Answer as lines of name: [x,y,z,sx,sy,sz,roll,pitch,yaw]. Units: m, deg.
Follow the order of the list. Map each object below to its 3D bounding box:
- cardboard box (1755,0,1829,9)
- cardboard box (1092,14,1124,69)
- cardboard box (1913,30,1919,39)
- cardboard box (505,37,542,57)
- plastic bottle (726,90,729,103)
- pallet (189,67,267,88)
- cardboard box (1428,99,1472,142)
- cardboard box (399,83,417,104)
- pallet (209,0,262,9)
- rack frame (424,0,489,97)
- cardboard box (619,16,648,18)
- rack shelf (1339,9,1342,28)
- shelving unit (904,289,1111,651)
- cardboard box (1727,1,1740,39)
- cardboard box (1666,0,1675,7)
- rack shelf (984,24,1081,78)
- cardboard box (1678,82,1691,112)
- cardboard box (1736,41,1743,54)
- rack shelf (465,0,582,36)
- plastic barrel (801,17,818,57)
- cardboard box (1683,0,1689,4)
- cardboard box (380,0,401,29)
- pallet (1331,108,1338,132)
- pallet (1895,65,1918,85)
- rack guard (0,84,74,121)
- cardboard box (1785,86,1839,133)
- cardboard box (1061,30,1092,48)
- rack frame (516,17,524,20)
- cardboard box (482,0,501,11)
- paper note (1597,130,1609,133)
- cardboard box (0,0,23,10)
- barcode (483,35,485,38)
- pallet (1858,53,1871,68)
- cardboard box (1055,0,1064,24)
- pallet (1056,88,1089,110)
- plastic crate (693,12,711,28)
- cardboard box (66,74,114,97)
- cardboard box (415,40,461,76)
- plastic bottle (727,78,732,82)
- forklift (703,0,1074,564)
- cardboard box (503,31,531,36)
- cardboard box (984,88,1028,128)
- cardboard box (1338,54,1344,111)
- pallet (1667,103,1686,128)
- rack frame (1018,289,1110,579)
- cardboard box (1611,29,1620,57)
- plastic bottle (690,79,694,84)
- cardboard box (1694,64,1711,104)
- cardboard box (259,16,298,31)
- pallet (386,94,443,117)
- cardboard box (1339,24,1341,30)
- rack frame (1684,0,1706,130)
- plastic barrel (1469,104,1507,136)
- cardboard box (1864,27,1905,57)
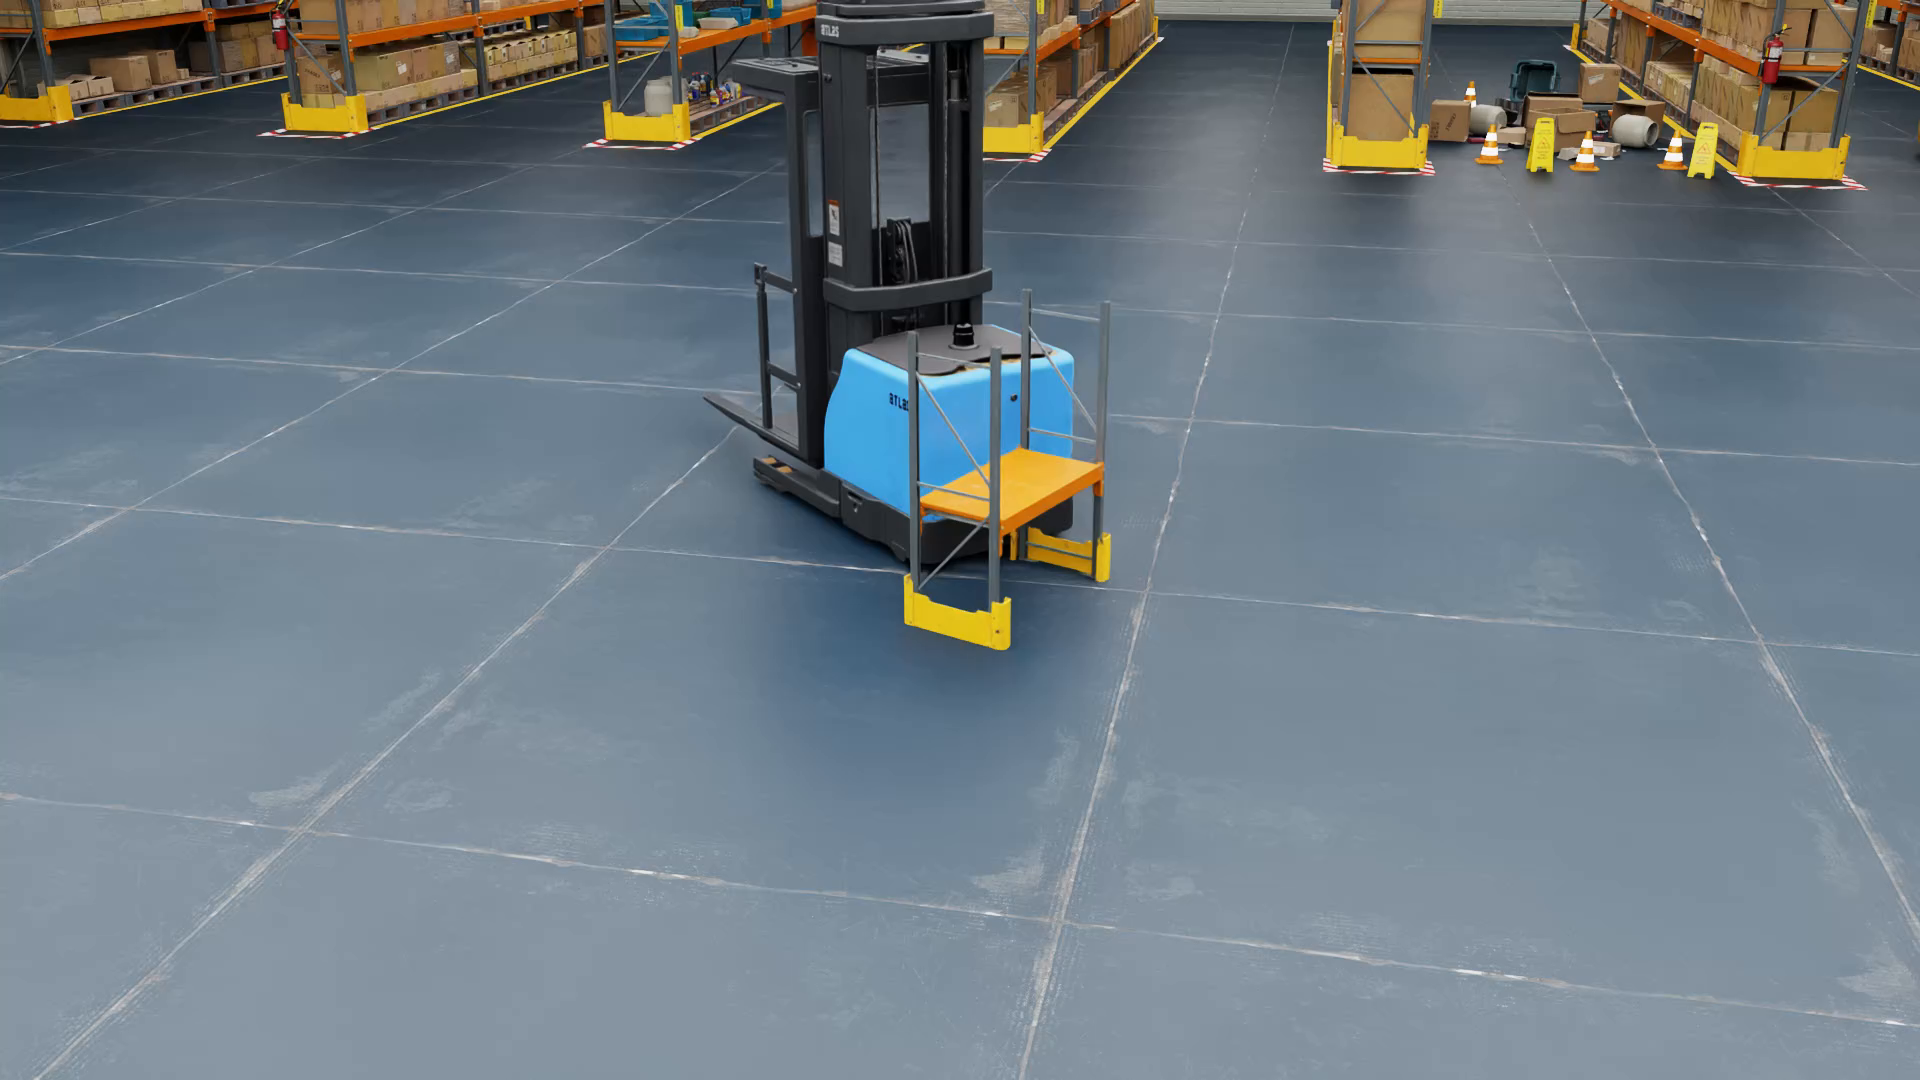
cardboard box: [10.097,-6.710,20.128,0.700,0.500,0.500,4,22,10]
cardboard box: [2.299,-8.999,29.965,1.225,0.875,0.875,3,22,8]
cardboard box: [17.201,-8.988,29.570,0.380,0.149,0.250,4,22,9]
cardboard box: [-7.735,-8.707,29.325,0.500,0.311,0.500,5,22,12]
plastic bottle: [-3.558,-6.735,25.217,0.097,0.201,0.097,0,22,0]
pallet: [-13.068,-8.200,29.433,1.003,0.211,1.213,4,22,11]
cardboard box: [6.844,-5.857,23.224,0.500,0.500,0.500,8,23,20]
cardboard box: [-8.664,-6.834,25.427,0.500,0.250,0.500,4,22,11]
pallet: [-12.928,-9.389,28.907,1.003,0.211,1.213,4,22,11]
rack frame: [-8.376,-8.833,27.270,1.000,3.000,0.127,4,22,11]
cardboard box: [-6.672,-10.421,33.970,0.500,0.500,0.500,5,22,11]
rack shelf: [7.381,-9.522,29.944,1.077,0.370,4.000,4,22,11]
shelving unit: [0.258,-0.384,8.300,0.587,1.500,1.083,14,26,31]
cardboard box: [10.382,-6.811,21.719,0.500,0.500,0.500,5,22,12]
cardboard box: [11.323,-8.461,26.121,0.380,0.149,0.250,5,22,11]
rack shelf: [0.913,-7.011,23.710,1.077,0.370,4.000,4,22,11]
cardboard box: [11.128,-6.489,24.405,0.950,0.372,0.625,5,22,12]
cardboard box: [10.266,-6.368,21.485,0.380,0.149,0.250,4,22,10]
rack shelf: [-7.968,-9.231,29.221,1.077,0.370,4.000,4,22,11]
plastic barrel: [-2.628,-9.285,30.736,0.600,0.830,0.708,4,22,11]
cardboard box: [11.104,-8.256,24.744,0.500,0.500,0.500,5,23,13]
cardboard box: [-8.875,-7.960,24.968,0.700,0.500,0.500,5,22,11]
pallet: [5.925,-6.096,24.206,1.003,0.211,1.213,4,22,11]
pallet: [17.386,-8.276,29.620,1.003,0.211,1.213,4,22,11]
rack guard: [-14.027,-6.615,25.108,1.175,0.500,0.348,4,22,11]
cardboard box: [10.646,-5.408,20.881,0.500,0.500,0.500,4,22,9]
cardboard box: [1.932,-8.490,28.171,0.500,0.250,0.500,7,23,17]
rack frame: [-10.777,-13.598,39.101,1.000,3.000,0.127,4,22,11]
cardboard box: [-7.995,-9.025,28.083,0.380,0.149,0.250,4,22,11]
paper note: [9.245,-5.880,23.912,0.148,0.019,0.142,4,22,11]
cardboard box: [-14.154,-8.222,24.925,0.500,0.500,0.500,4,22,10]
barcode: [-7.916,-8.384,27.629,0.001,0.075,0.075,4,22,11]
pallet: [17.903,-9.275,32.100,1.003,0.211,1.213,4,22,11]
cardboard box: [1.029,-7.730,24.000,0.875,0.500,0.500,4,22,11]
pallet: [1.479,-7.068,26.620,1.003,0.211,1.213,4,22,11]
plastic crate: [-4.081,-7.881,25.190,0.450,0.188,0.662,4,22,11]
cardboard box: [-13.697,-7.158,26.121,0.500,0.311,0.500,6,23,15]
cardboard box: [-8.370,-7.732,26.651,0.500,0.500,0.500,4,22,11]
plastic bottle: [-3.566,-7.069,25.948,0.152,0.276,0.135,4,22,11]
forklift: [-0.606,-1.727,9.719,1.130,2.935,3.031,-14,26,-31]
cardboard box: [-8.053,-9.113,30.334,0.500,0.311,0.500,4,22,10]
cardboard box: [0.649,-5.876,22.712,0.500,0.500,0.500,9,24,21]
cardboard box: [5.779,-6.316,23.303,0.875,0.875,0.875,5,22,11]
pallet: [11.180,-6.312,24.744,1.003,0.211,1.213,4,22,11]
rack frame: [0.534,-0.540,8.686,0.500,1.500,0.032,14,26,31]
cardboard box: [12.889,-9.474,31.731,0.875,0.438,0.875,4,22,10]
plastic bottle: [-4.130,-7.003,25.790,0.097,0.271,0.097,0,22,0]
cardboard box: [10.638,-6.393,23.327,0.500,0.500,0.500,6,23,13]
cardboard box: [-12.683,-9.593,30.912,0.500,0.250,0.500,5,22,12]
pallet: [-8.826,-6.804,25.966,1.003,0.211,1.213,4,22,11]
cardboard box: [6.948,-8.963,29.373,0.500,0.250,0.500,5,22,12]
rack frame: [11.023,-7.321,23.516,1.000,3.000,0.127,4,22,11]
plastic barrel: [7.427,-5.934,23.522,0.421,0.421,0.512,-16,27,-35]
cardboard box: [17.690,-9.462,31.616,0.700,0.500,0.500,4,22,9]
